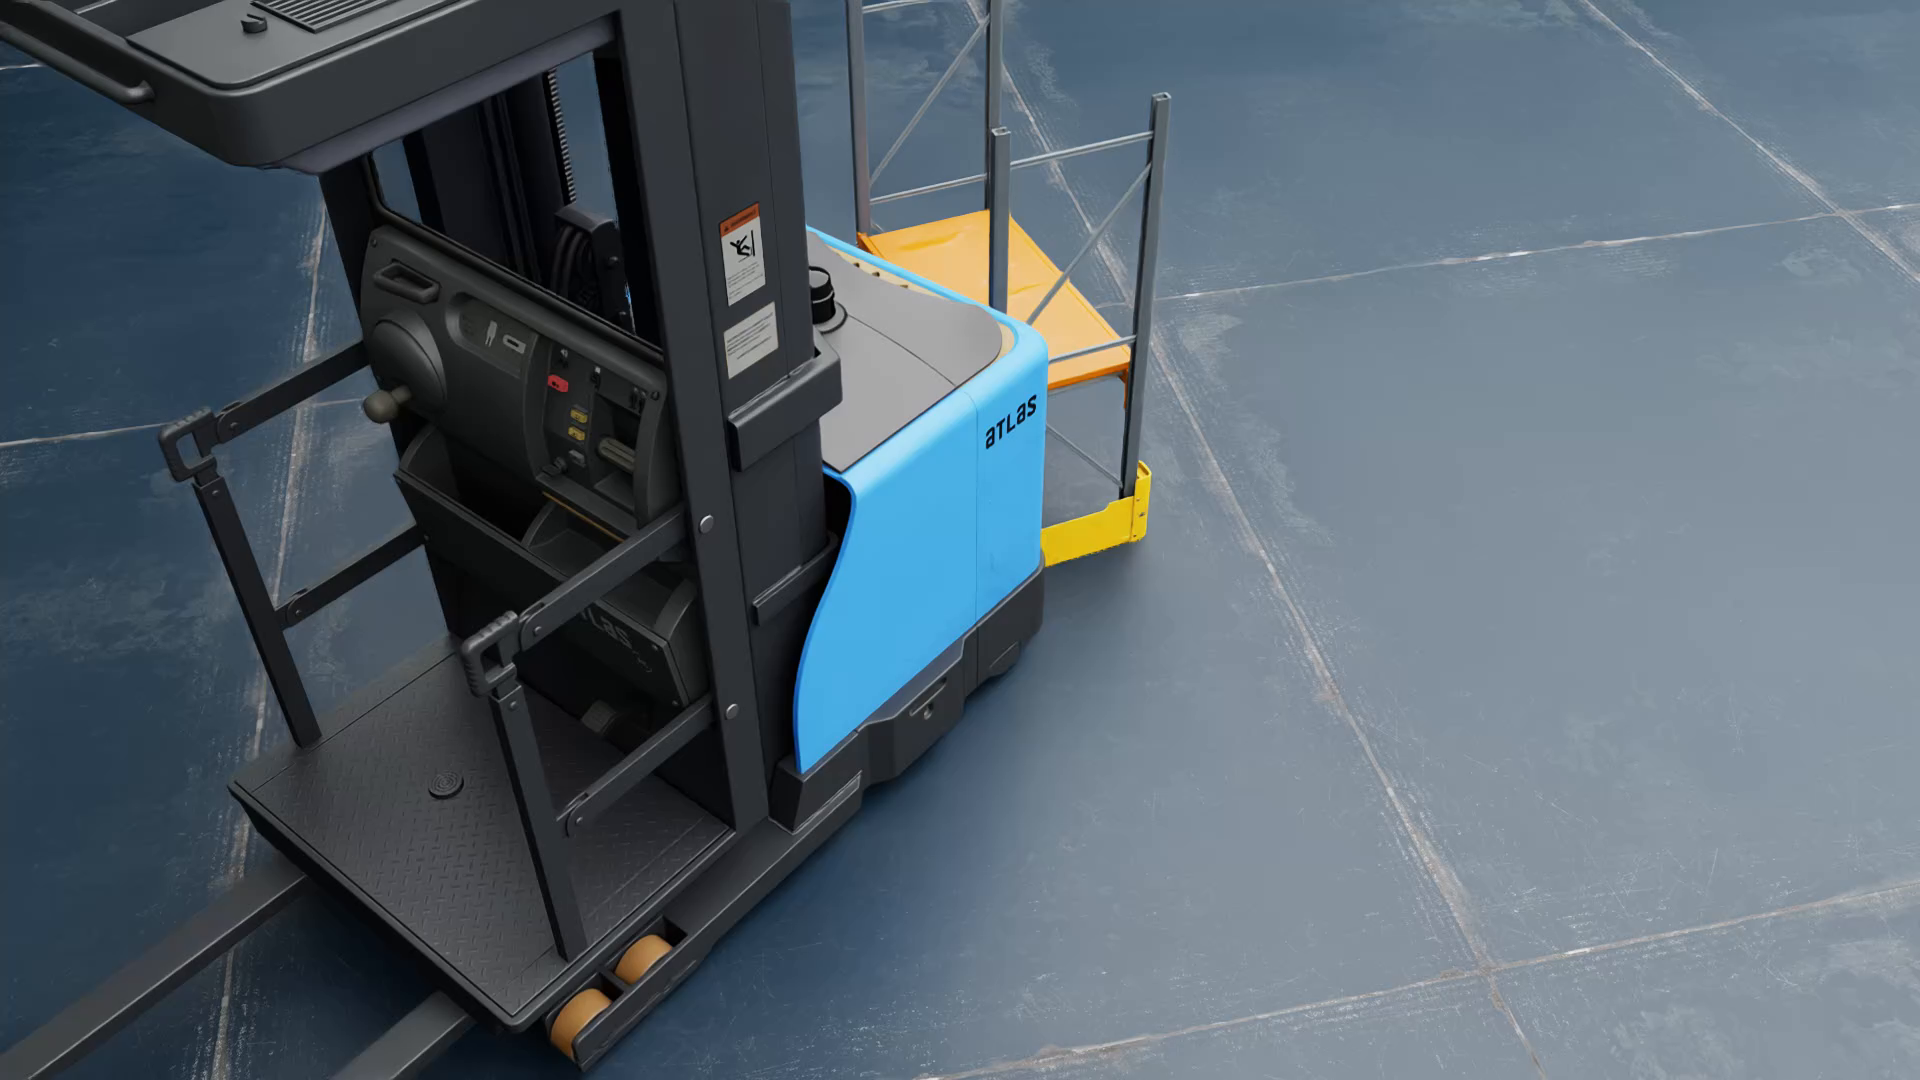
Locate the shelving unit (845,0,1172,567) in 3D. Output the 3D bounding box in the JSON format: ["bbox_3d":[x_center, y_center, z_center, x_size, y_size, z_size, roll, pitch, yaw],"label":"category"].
[{"bbox_3d":[0.107,-0.821,5.045,0.587,1.500,1.083,-16,44,-18],"label":"shelving unit"}]

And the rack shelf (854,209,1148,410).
[{"bbox_3d":[0.103,-0.692,5.171,0.538,0.185,1.000,-16,44,-18],"label":"rack shelf"}]

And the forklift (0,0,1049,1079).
[{"bbox_3d":[-1.075,-0.260,3.335,1.130,2.935,3.031,28,49,28],"label":"forklift"}]

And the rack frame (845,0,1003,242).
[{"bbox_3d":[-0.104,-1.135,5.399,0.500,1.500,0.032,-16,44,-18],"label":"rack frame"}]

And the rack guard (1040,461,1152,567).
[{"bbox_3d":[0.310,-0.052,5.120,0.587,0.250,0.087,-16,44,-18],"label":"rack guard"}]

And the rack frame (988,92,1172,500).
[{"bbox_3d":[0.310,-0.518,4.704,0.500,1.500,0.032,-16,44,-18],"label":"rack frame"}]
